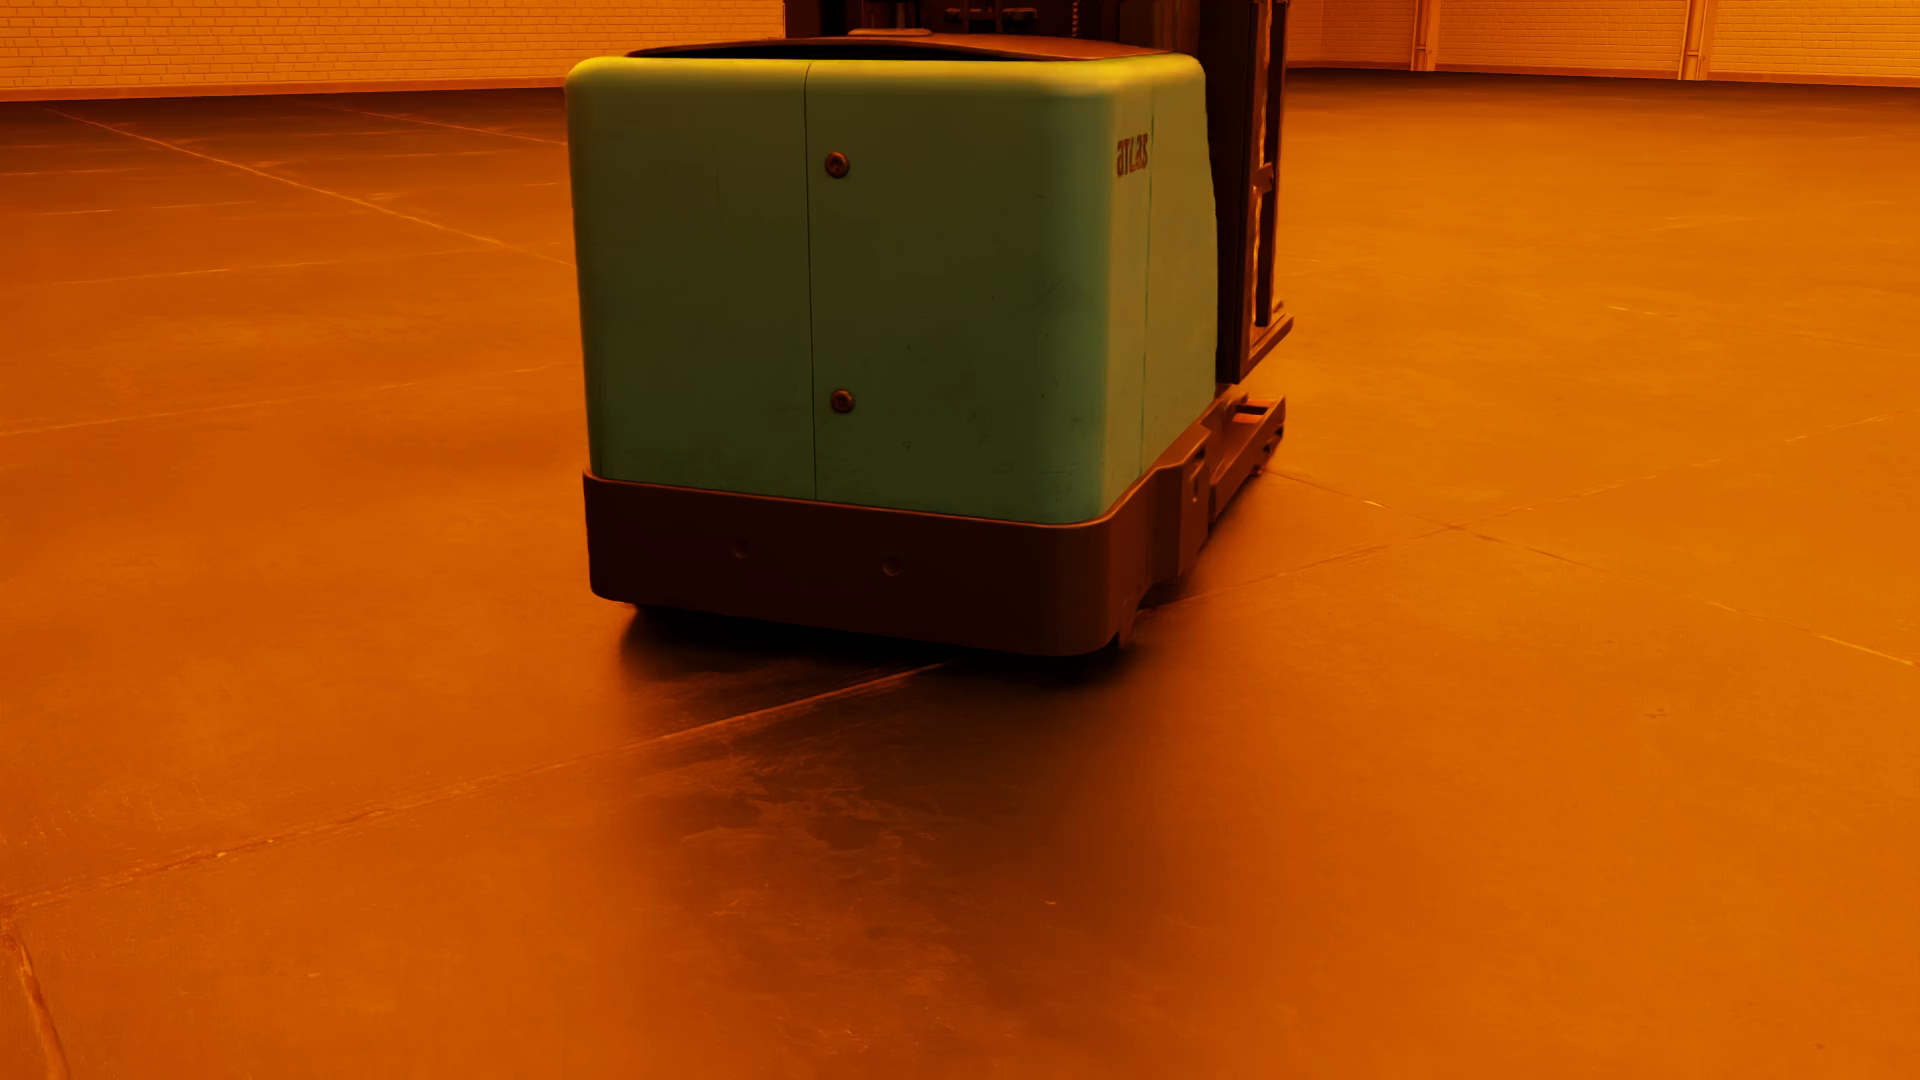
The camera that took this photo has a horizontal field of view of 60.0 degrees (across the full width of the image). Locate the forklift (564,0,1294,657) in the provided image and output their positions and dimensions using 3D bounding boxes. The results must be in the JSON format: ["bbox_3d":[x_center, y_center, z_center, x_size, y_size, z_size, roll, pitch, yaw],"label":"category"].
[{"bbox_3d":[0.249,-1.598,3.994,1.130,2.935,3.031,6,19,19],"label":"forklift"}]
